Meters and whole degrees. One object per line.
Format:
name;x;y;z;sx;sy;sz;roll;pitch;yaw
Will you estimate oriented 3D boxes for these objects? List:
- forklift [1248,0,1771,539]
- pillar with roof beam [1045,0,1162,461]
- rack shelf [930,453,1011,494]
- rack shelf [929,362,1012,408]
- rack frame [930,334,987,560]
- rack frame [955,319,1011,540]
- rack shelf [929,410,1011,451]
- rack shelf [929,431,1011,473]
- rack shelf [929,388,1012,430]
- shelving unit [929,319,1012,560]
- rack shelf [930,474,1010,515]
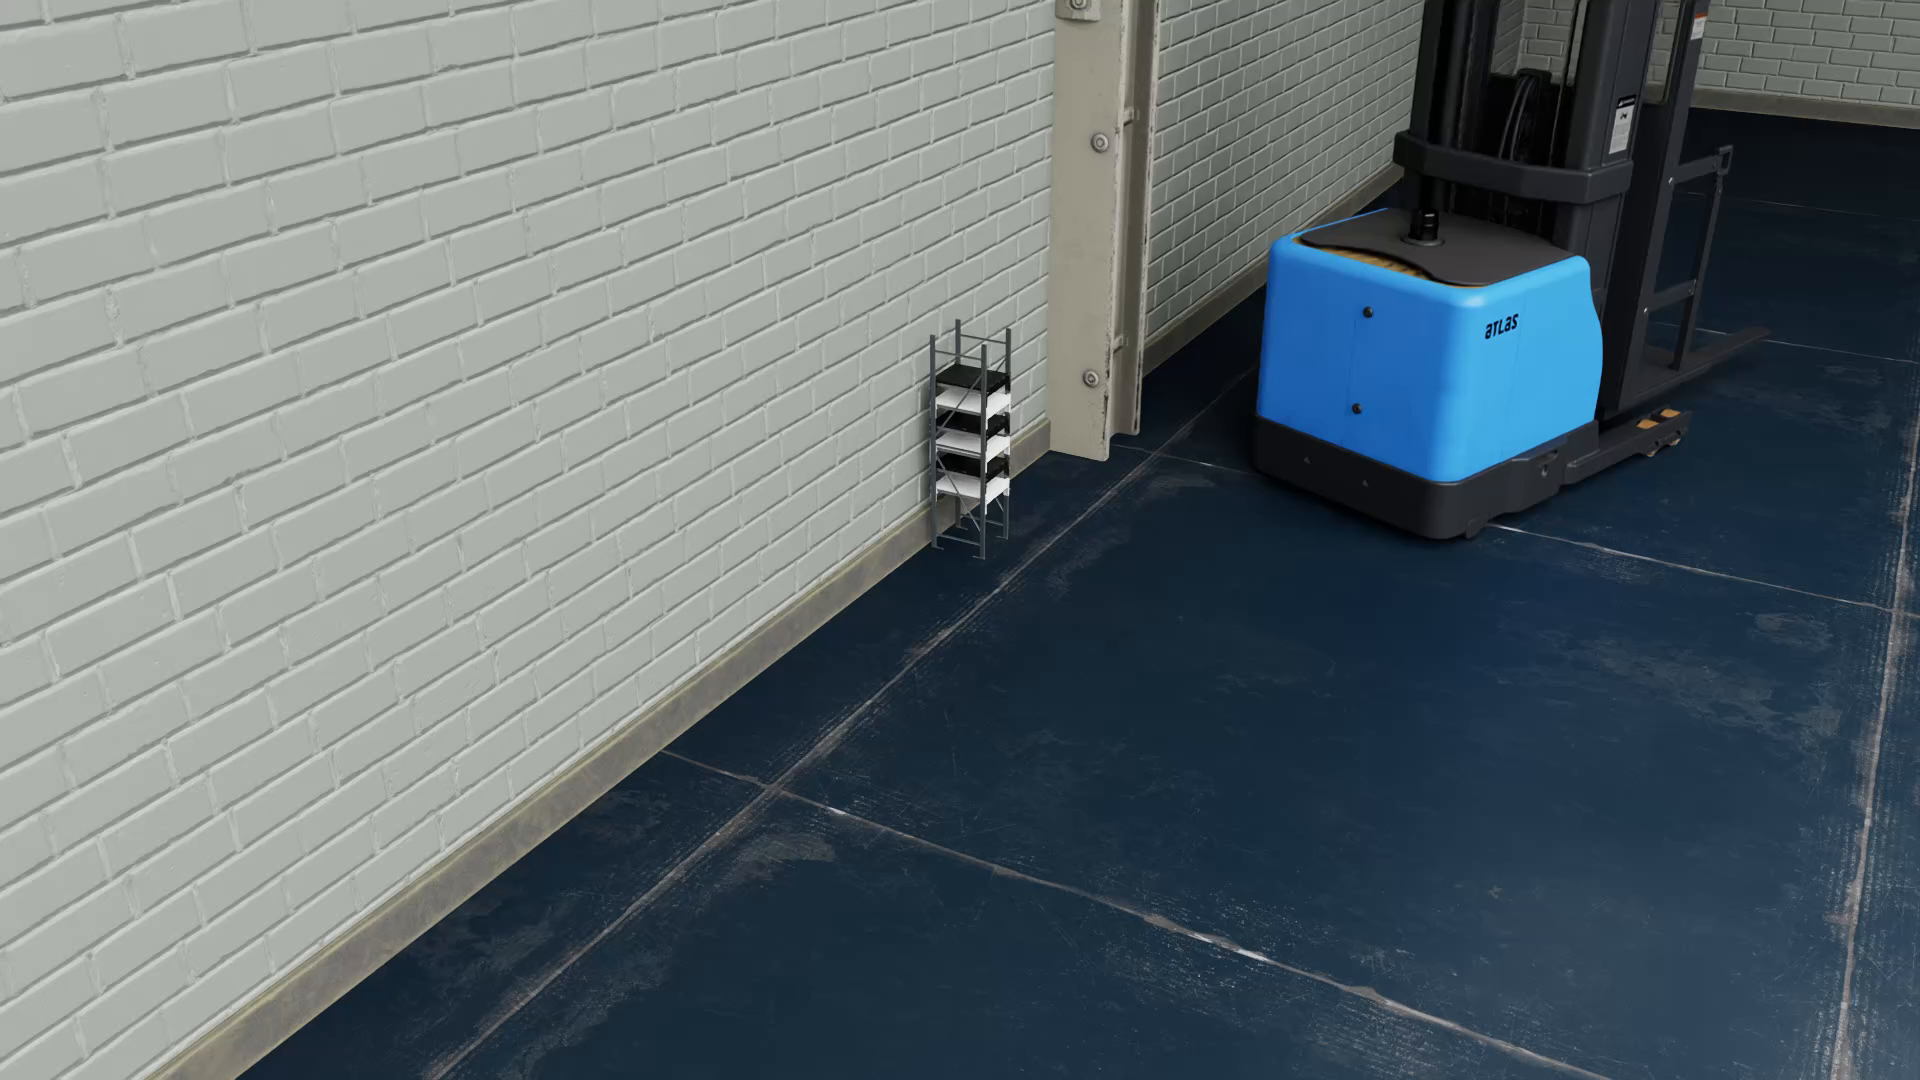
forklift;2.710;-1.847;7.164;3.031;2.935;1.130;-21;33;-35
pillar with roof beam;4.357;-3.539;3.767;9.100;9.000;0.400;14;30;26
rack shelf;0.040;-0.279;6.578;0.258;0.077;0.200;14;30;25
rack shelf;0.041;-0.601;6.416;0.258;0.077;0.200;14;30;25
rack frame;-0.008;-0.350;6.442;0.240;0.900;0.006;14;30;25
rack frame;0.089;-0.430;6.603;0.240;0.900;0.006;14;30;25
rack shelf;0.041;-0.440;6.497;0.258;0.077;0.200;14;30;25
rack shelf;0.041;-0.360;6.537;0.258;0.077;0.200;14;30;25
rack shelf;0.041;-0.521;6.457;0.258;0.077;0.200;14;30;25
shelving unit;0.041;-0.390;6.523;0.258;0.900;0.210;14;30;25
rack shelf;0.040;-0.199;6.618;0.258;0.077;0.200;14;30;25
